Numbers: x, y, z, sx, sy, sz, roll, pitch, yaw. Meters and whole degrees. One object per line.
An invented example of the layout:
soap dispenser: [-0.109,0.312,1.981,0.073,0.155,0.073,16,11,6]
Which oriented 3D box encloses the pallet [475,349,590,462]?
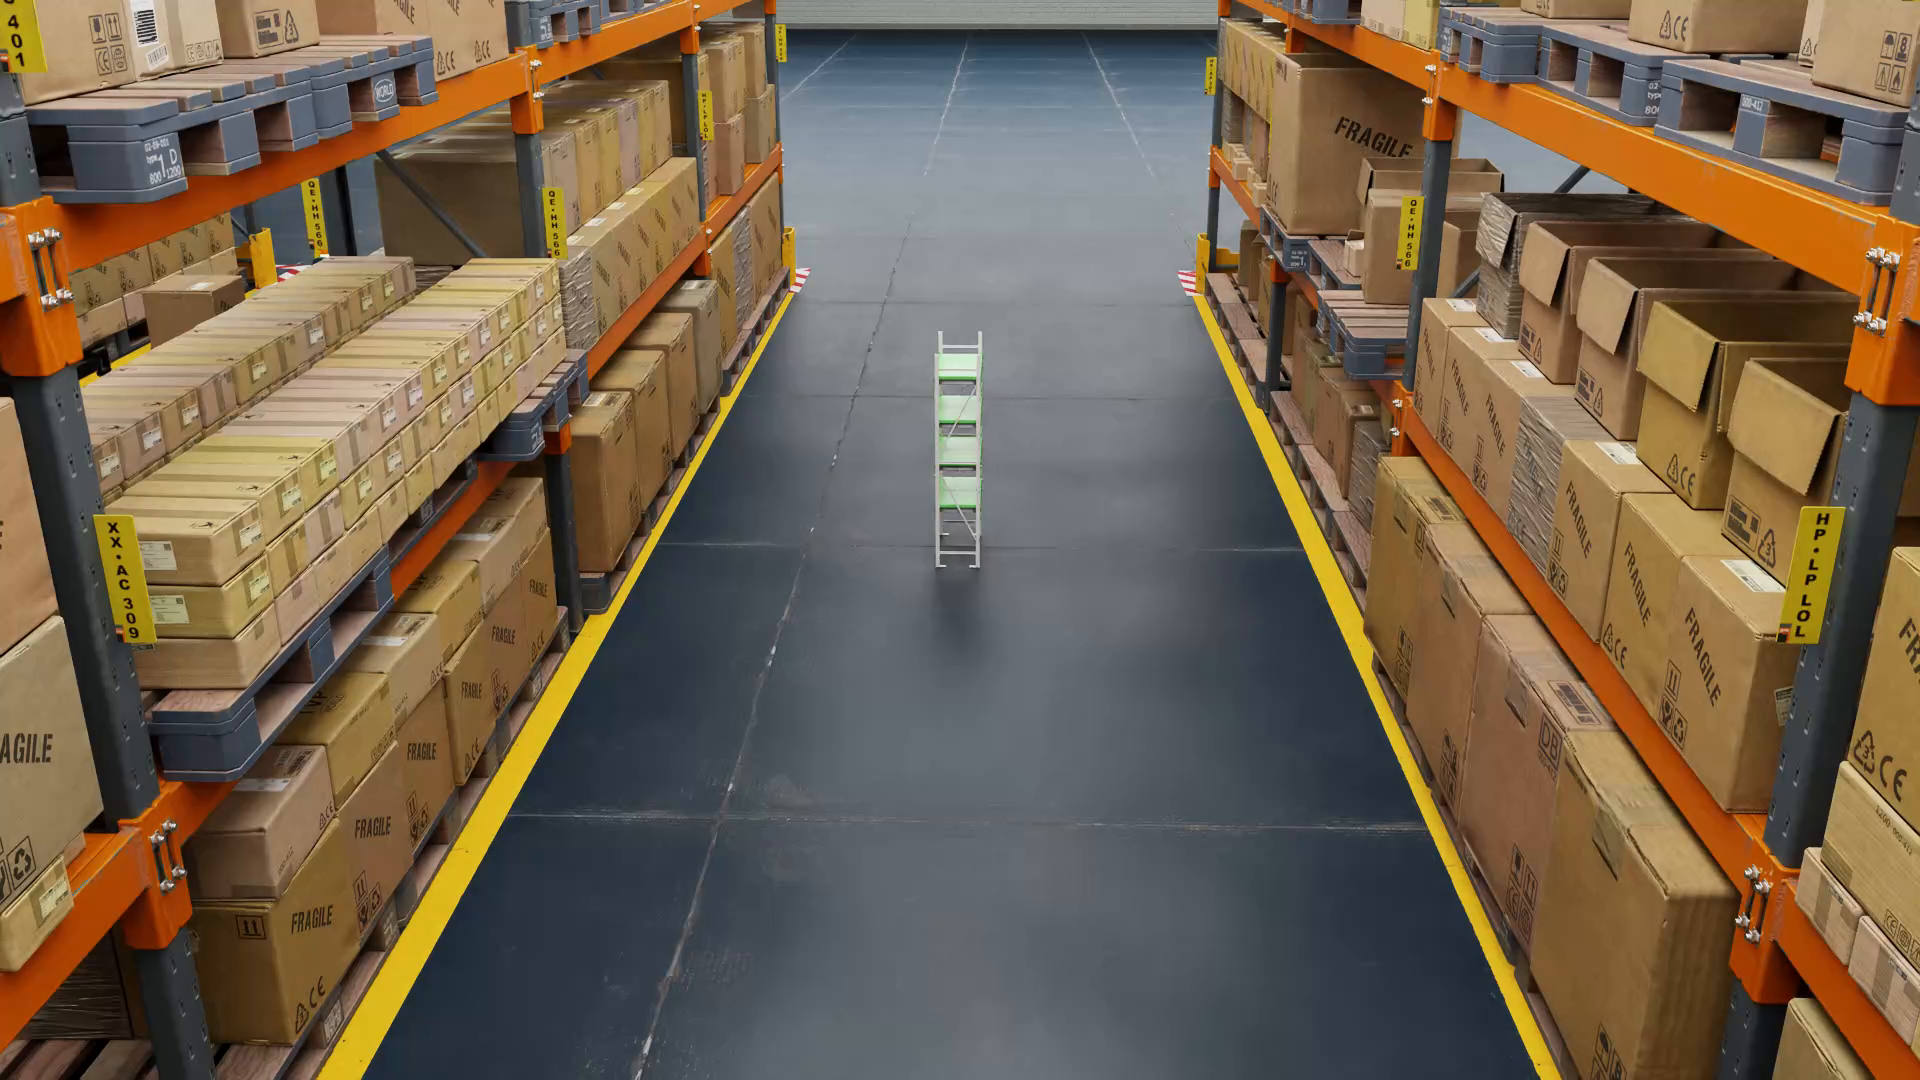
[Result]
pallet: [-2.318,-0.603,7.203,1.213,0.211,1.003,1,21,2]

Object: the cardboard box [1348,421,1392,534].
cardboard box: [2.556,-0.344,9.115,0.700,0.500,0.500,-1,21,-3]

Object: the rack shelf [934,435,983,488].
rack shelf: [-0.005,-0.440,9.181,0.258,0.148,0.480,1,21,2]

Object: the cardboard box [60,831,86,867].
cardboard box: [-2.300,0.717,3.880,0.380,0.149,0.250,0,21,1]

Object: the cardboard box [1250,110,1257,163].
cardboard box: [2.770,-3.197,13.072,0.875,0.500,0.500,1,21,2]

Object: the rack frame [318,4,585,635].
rack frame: [-2.403,-0.952,7.835,1.000,3.000,0.127,1,21,2]

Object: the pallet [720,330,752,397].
pallet: [-2.180,-1.372,12.773,1.003,0.211,1.213,1,21,2]

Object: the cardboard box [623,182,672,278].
cardboard box: [-2.061,-1.888,10.109,0.500,0.500,0.500,1,21,2]

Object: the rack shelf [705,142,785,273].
rack shelf: [-2.221,-2.786,13.556,1.077,0.370,4.000,1,21,2]

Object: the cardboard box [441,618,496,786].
cardboard box: [-2.181,0.638,6.614,0.500,0.500,0.500,0,21,-1]

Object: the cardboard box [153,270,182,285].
cardboard box: [-6.900,-2.104,14.026,0.500,0.250,0.500,0,21,0]

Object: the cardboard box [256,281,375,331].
cardboard box: [-2.628,-0.957,6.793,0.380,0.149,0.250,1,21,1]

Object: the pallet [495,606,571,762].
pallet: [-2.428,0.631,7.611,1.003,0.211,1.213,1,21,2]

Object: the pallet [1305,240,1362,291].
pallet: [2.571,-1.487,9.481,1.003,0.211,1.213,1,21,2]

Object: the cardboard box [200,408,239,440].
cardboard box: [-2.674,-0.346,5.628,0.380,0.149,0.250,1,21,2]

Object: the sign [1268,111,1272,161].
sign: [2.130,-2.714,11.179,0.100,0.325,0.005,1,21,2]

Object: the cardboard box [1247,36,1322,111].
cardboard box: [2.442,-3.486,12.434,0.500,0.500,0.500,1,21,2]

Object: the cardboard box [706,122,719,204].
cardboard box: [-2.288,-2.801,12.393,0.875,0.550,0.550,1,21,2]

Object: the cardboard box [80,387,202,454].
cardboard box: [-2.672,-0.383,5.314,0.380,0.149,0.250,0,21,0]

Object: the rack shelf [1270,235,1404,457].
rack shelf: [2.612,-1.248,9.594,1.077,0.370,4.000,1,21,2]

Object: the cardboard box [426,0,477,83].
cardboard box: [-2.169,-2.007,6.269,0.500,0.500,0.500,1,21,2]

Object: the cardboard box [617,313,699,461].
cardboard box: [-2.244,-0.971,10.414,1.050,0.750,0.750,1,21,2]

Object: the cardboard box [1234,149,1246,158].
cardboard box: [2.497,-3.174,13.910,0.380,0.149,0.250,1,21,2]

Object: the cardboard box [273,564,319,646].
cardboard box: [-2.051,0.178,4.690,0.380,0.149,0.250,1,21,2]

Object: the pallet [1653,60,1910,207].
pallet: [2.408,-1.056,4.221,0.805,0.209,1.217,0,21,-1]

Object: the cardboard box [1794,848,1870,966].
cardboard box: [2.088,0.806,3.652,0.380,0.149,0.250,1,21,2]

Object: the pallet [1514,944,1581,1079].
pallet: [2.378,1.606,5.099,1.003,0.211,1.213,1,21,2]

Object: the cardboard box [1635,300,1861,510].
cardboard box: [2.473,-0.408,4.908,0.797,0.503,0.637,1,21,2]

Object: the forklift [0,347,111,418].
forklift: [-4.746,-0.947,7.918,1.130,2.935,3.031,1,21,2]

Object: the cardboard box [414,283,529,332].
cardboard box: [-1.978,-0.940,6.749,0.380,0.149,0.250,1,21,3]

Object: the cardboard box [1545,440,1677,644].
cardboard box: [2.202,-0.001,5.246,0.500,0.500,0.500,0,21,1]

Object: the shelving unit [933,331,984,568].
shelving unit: [-0.005,-0.500,9.158,0.258,1.200,0.503,1,21,2]

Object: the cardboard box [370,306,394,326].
cardboard box: [-2.625,-0.898,7.053,0.380,0.149,0.250,2,21,4]

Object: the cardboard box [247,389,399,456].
cardboard box: [-2.023,-0.375,5.294,0.380,0.149,0.250,0,21,1]

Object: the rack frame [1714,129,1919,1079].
rack frame: [2.430,0.586,3.873,1.000,3.000,0.127,1,21,2]

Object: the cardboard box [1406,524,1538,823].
cardboard box: [2.475,0.506,6.436,1.225,0.875,0.875,1,21,2]

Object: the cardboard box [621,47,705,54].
cardboard box: [-2.335,-3.305,12.199,0.875,0.550,0.550,1,21,2]

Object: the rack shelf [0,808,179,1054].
rack shelf: [-2.586,1.553,2.374,1.077,0.370,4.000,1,21,2]

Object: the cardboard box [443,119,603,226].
cardboard box: [-2.352,-1.995,9.004,0.700,0.500,0.500,0,21,1]

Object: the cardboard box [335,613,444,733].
cardboard box: [-2.205,0.473,6.001,0.500,0.250,0.500,1,21,4]

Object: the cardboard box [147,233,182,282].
cardboard box: [-6.909,-2.462,13.911,0.500,0.500,0.500,0,21,0]

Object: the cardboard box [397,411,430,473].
cardboard box: [-2.018,-0.335,5.600,0.380,0.149,0.250,0,21,1]

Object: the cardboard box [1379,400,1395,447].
cardboard box: [2.548,-0.684,8.957,0.500,0.250,0.500,3,21,8]

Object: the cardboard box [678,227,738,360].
cardboard box: [-2.193,-1.830,12.455,0.875,0.875,0.875,1,21,2]

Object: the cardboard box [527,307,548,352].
cardboard box: [-1.970,-0.889,7.029,0.380,0.149,0.250,1,21,4]

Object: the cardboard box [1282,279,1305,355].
cardboard box: [2.735,-1.689,12.609,0.500,0.500,0.500,8,22,19]

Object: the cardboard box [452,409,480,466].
cardboard box: [-2.003,-0.383,6.137,0.380,0.149,0.250,1,21,3]

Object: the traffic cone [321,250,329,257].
traffic cone: [-5.834,-2.510,15.358,0.336,0.463,0.334,1,21,2]

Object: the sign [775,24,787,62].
sign: [-1.618,-4.484,15.009,0.100,0.325,0.005,1,21,2]

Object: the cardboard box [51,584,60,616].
cardboard box: [-2.704,0.176,4.695,0.380,0.149,0.250,1,21,2]

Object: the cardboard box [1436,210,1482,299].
cardboard box: [2.528,-1.299,8.011,0.500,0.500,0.500,-2,21,-5]
